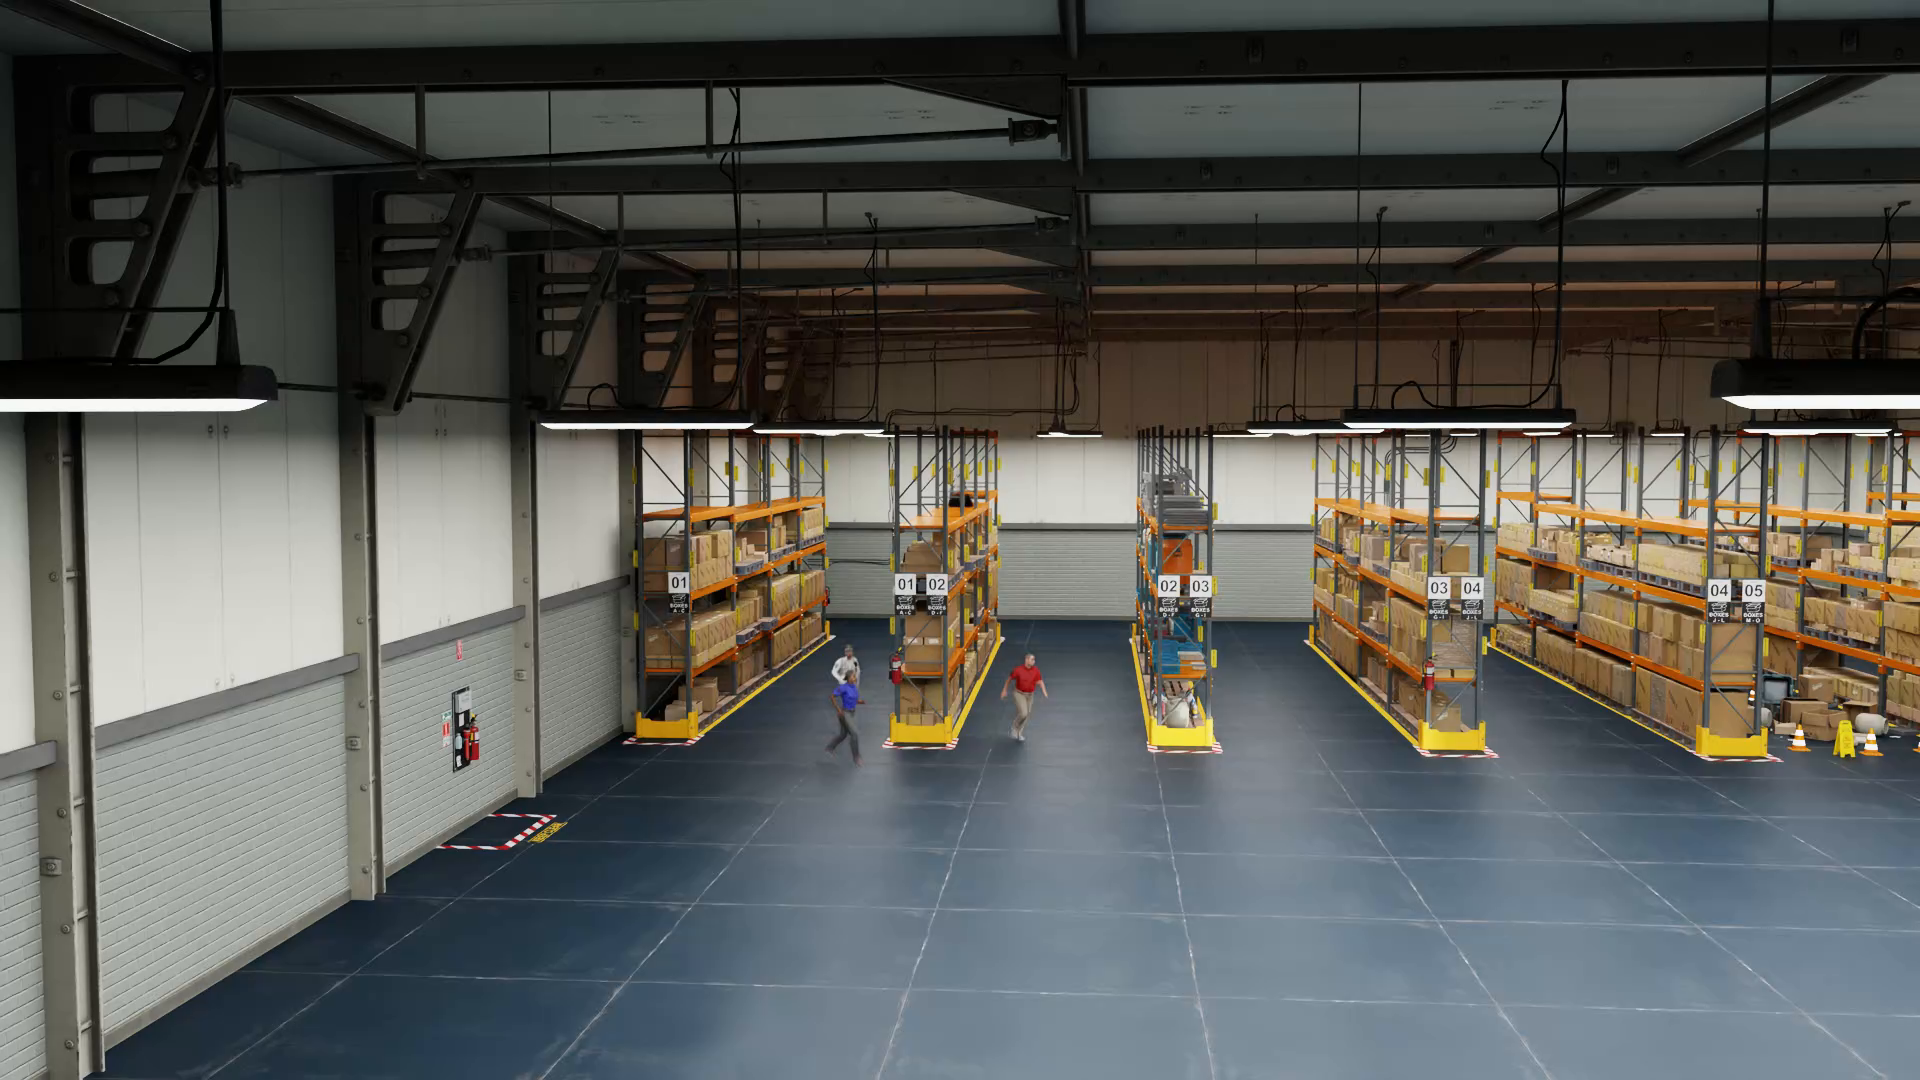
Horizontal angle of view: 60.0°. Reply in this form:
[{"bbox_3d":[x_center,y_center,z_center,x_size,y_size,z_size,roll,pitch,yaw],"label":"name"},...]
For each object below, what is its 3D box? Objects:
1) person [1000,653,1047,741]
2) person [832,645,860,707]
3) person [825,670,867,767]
[{"bbox_3d":[1.256,2.987,31.559,0.667,1.694,0.808,-2,4,-31],"label":"person"},{"bbox_3d":[-2.291,2.896,33.352,0.612,1.657,0.685,-1,4,-16],"label":"person"},{"bbox_3d":[-2.041,3.136,29.317,0.906,1.697,0.617,1,4,23],"label":"person"}]
